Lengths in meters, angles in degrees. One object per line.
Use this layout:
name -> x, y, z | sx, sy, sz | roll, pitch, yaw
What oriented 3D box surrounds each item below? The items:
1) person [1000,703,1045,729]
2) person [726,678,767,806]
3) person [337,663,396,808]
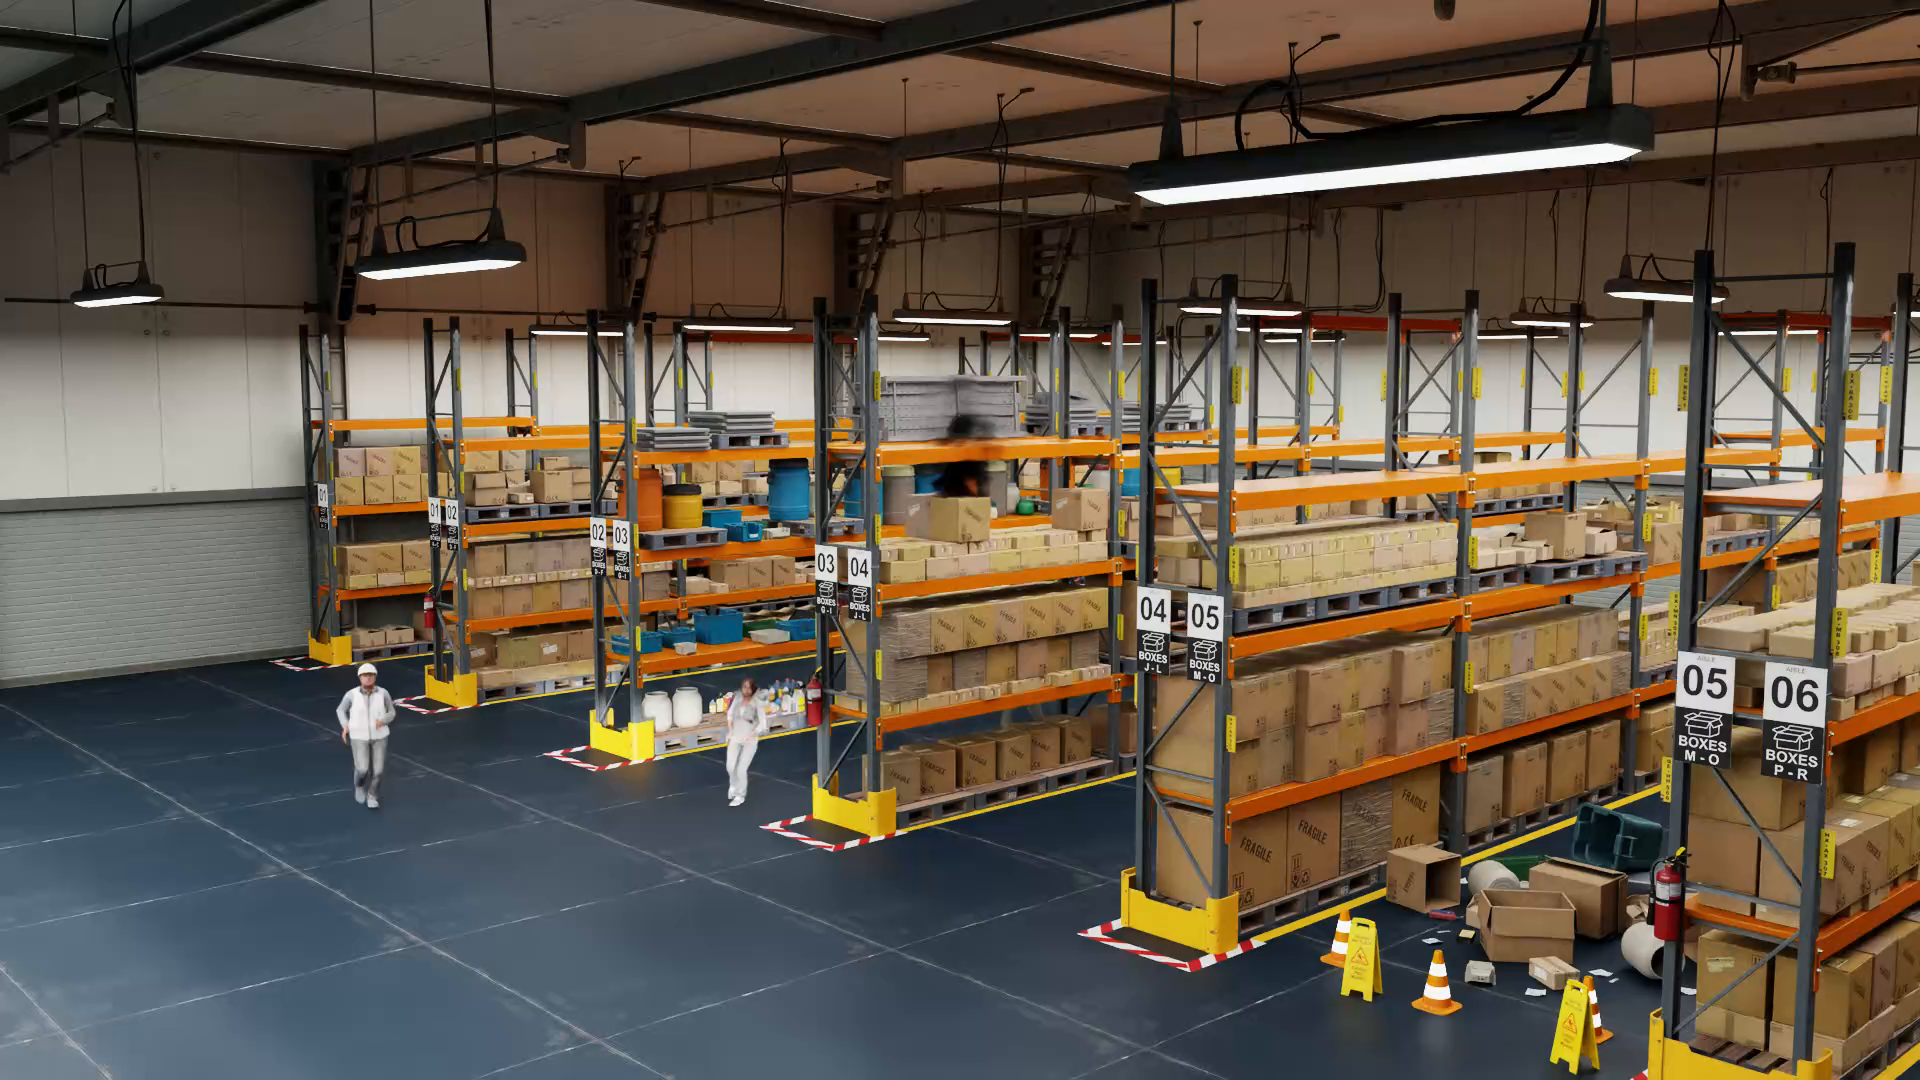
person -> 0.862, 1.974, 23.342 | 0.589, 1.706, 0.840 | 5, 8, 42
person -> -2.557, 2.405, 19.743 | 0.534, 1.553, 0.502 | 1, 6, 10
person -> -6.963, 2.322, 19.576 | 0.644, 1.730, 0.591 | -3, 6, -25
